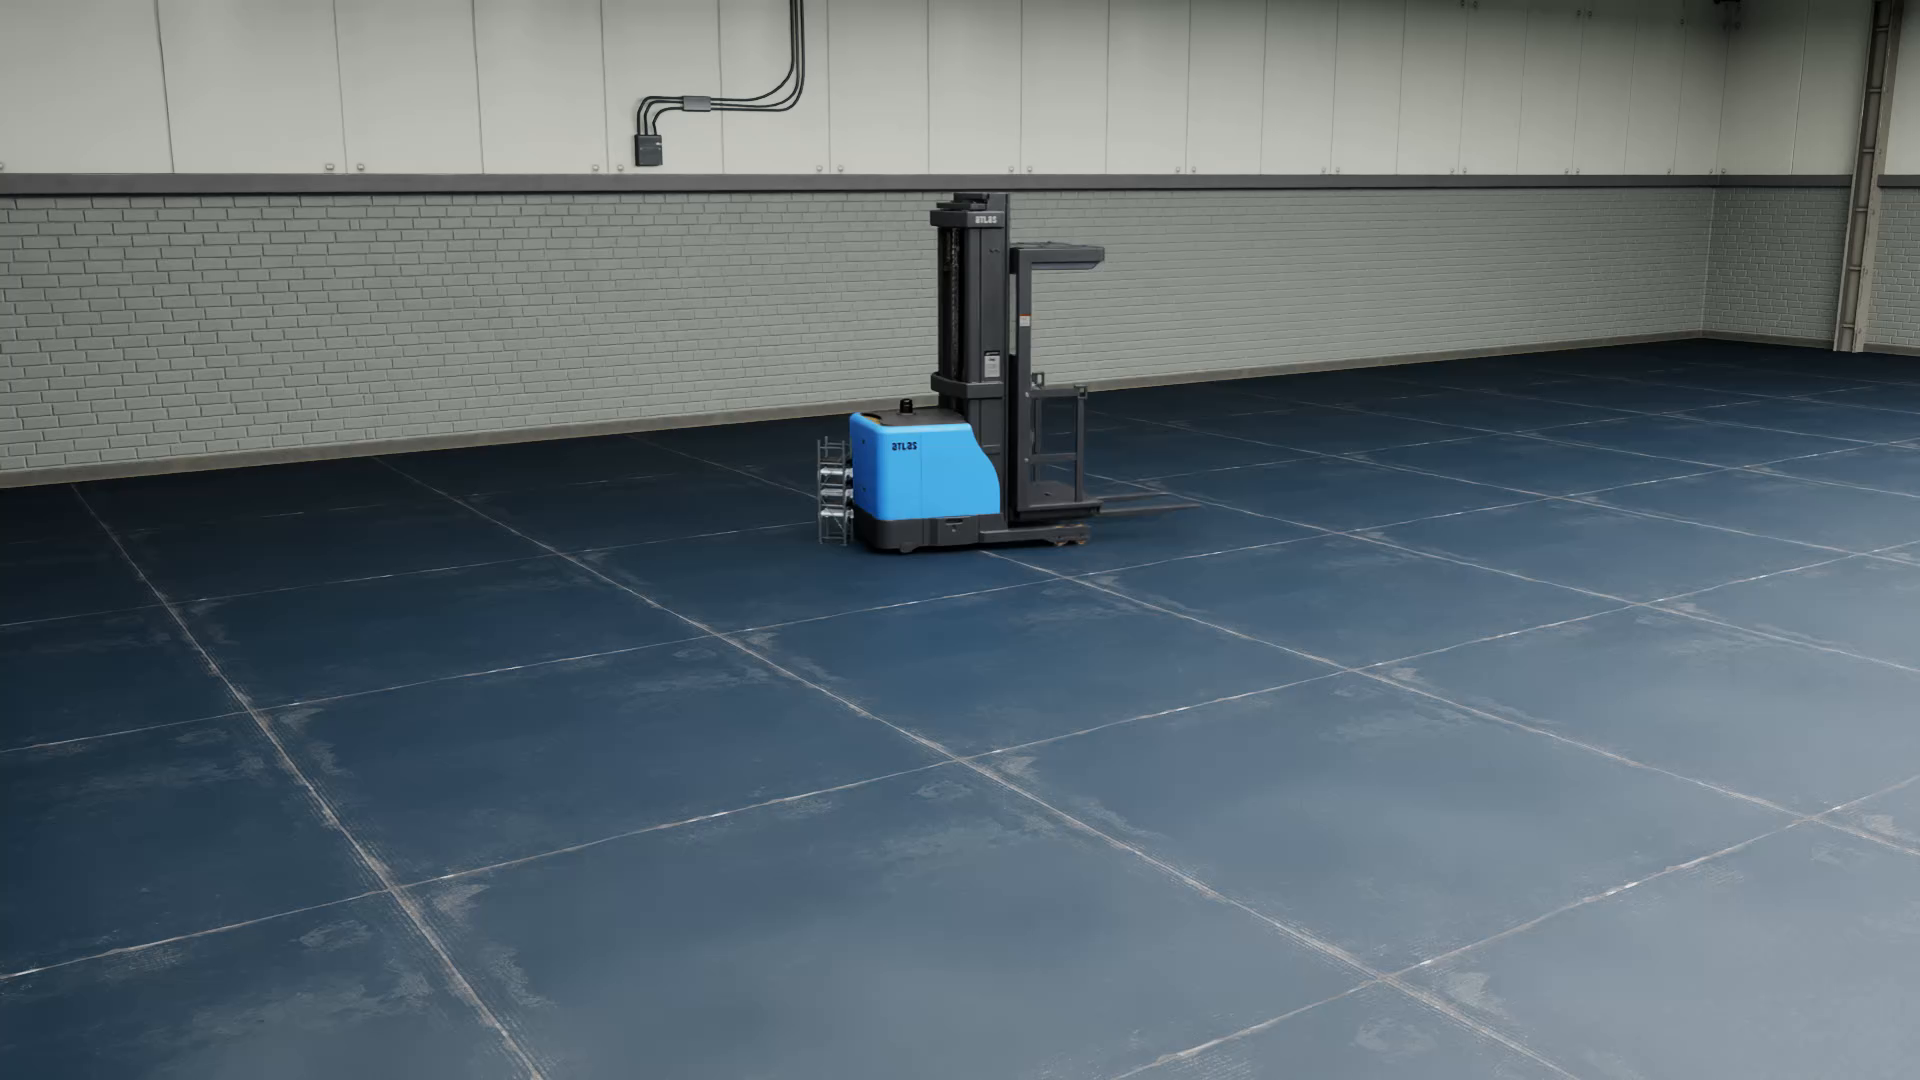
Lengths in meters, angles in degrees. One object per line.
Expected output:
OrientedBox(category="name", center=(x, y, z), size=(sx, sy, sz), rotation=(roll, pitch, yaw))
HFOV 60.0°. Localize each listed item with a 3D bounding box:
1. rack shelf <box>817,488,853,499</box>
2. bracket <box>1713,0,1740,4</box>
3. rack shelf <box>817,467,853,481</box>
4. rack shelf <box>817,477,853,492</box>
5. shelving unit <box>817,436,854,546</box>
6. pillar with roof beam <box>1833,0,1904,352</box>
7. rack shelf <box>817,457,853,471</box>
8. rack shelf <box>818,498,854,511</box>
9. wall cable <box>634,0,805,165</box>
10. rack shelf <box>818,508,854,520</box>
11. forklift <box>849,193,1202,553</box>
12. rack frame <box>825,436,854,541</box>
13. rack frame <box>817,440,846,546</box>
OrientedBox(category="rack shelf", center=(-1.060, -0.386, 14.176), size=(0.258, 0.077, 0.200), rotation=(3, 13, 14))
OrientedBox(category="bracket", center=(14.132, -10.005, 30.625), size=(0.235, 0.232, 0.430), rotation=(-8, 15, -33))
OrientedBox(category="rack shelf", center=(-1.060, -0.562, 14.137), size=(0.258, 0.077, 0.200), rotation=(3, 13, 14))
OrientedBox(category="rack shelf", center=(-1.060, -0.474, 14.156), size=(0.258, 0.077, 0.200), rotation=(3, 13, 14))
OrientedBox(category="shelving unit", center=(-1.060, -0.418, 14.169), size=(0.258, 0.900, 0.210), rotation=(3, 13, 14))
OrientedBox(category="pillar with roof beam", center=(12.387, -7.284, 26.607), size=(9.100, 9.000, 0.548), rotation=(-8, 15, -33))
OrientedBox(category="rack shelf", center=(-1.060, -0.650, 14.118), size=(0.258, 0.077, 0.200), rotation=(3, 13, 14))
OrientedBox(category="rack shelf", center=(-1.060, -0.298, 14.195), size=(0.258, 0.077, 0.200), rotation=(3, 13, 14))
OrientedBox(category="wall cable", center=(-2.872, -7.528, 19.761), size=(2.305, 6.003, 0.169), rotation=(-8, 15, -33))
OrientedBox(category="rack shelf", center=(-1.060, -0.210, 14.214), size=(0.258, 0.077, 0.200), rotation=(3, 13, 14))
OrientedBox(category="forklift", center=(0.605, -1.489, 14.308), size=(3.031, 2.935, 1.130), rotation=(-4, 13, -18))
OrientedBox(category="rack frame", center=(-1.035, -0.439, 14.265), size=(0.240, 0.900, 0.006), rotation=(3, 13, 14))
OrientedBox(category="rack frame", center=(-1.085, -0.397, 14.072), size=(0.240, 0.900, 0.006), rotation=(3, 13, 14))
